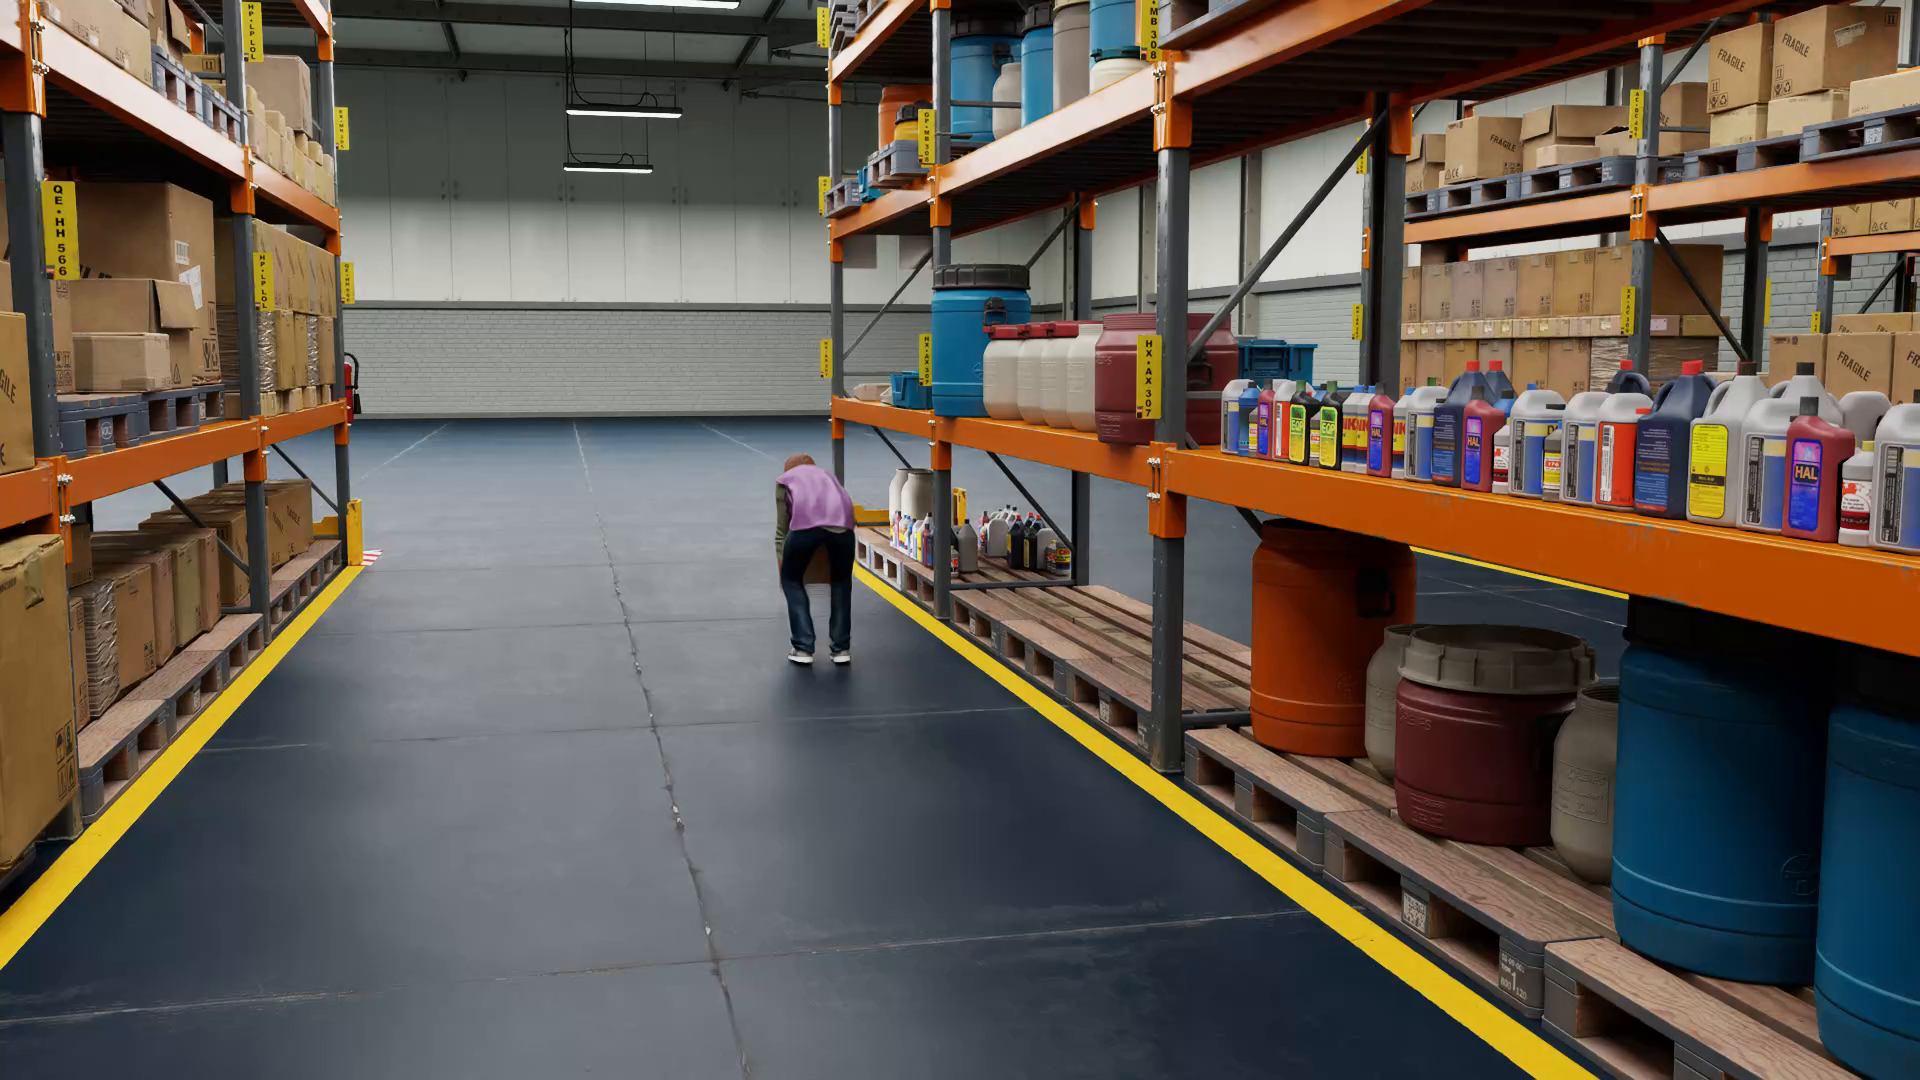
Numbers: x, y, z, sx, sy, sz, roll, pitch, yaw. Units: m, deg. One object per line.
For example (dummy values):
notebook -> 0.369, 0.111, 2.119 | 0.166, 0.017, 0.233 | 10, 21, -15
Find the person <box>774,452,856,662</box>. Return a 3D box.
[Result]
person -> -0.809, 0.097, 9.189 | 0.397, 1.116, 0.842 | -2, 7, -16
